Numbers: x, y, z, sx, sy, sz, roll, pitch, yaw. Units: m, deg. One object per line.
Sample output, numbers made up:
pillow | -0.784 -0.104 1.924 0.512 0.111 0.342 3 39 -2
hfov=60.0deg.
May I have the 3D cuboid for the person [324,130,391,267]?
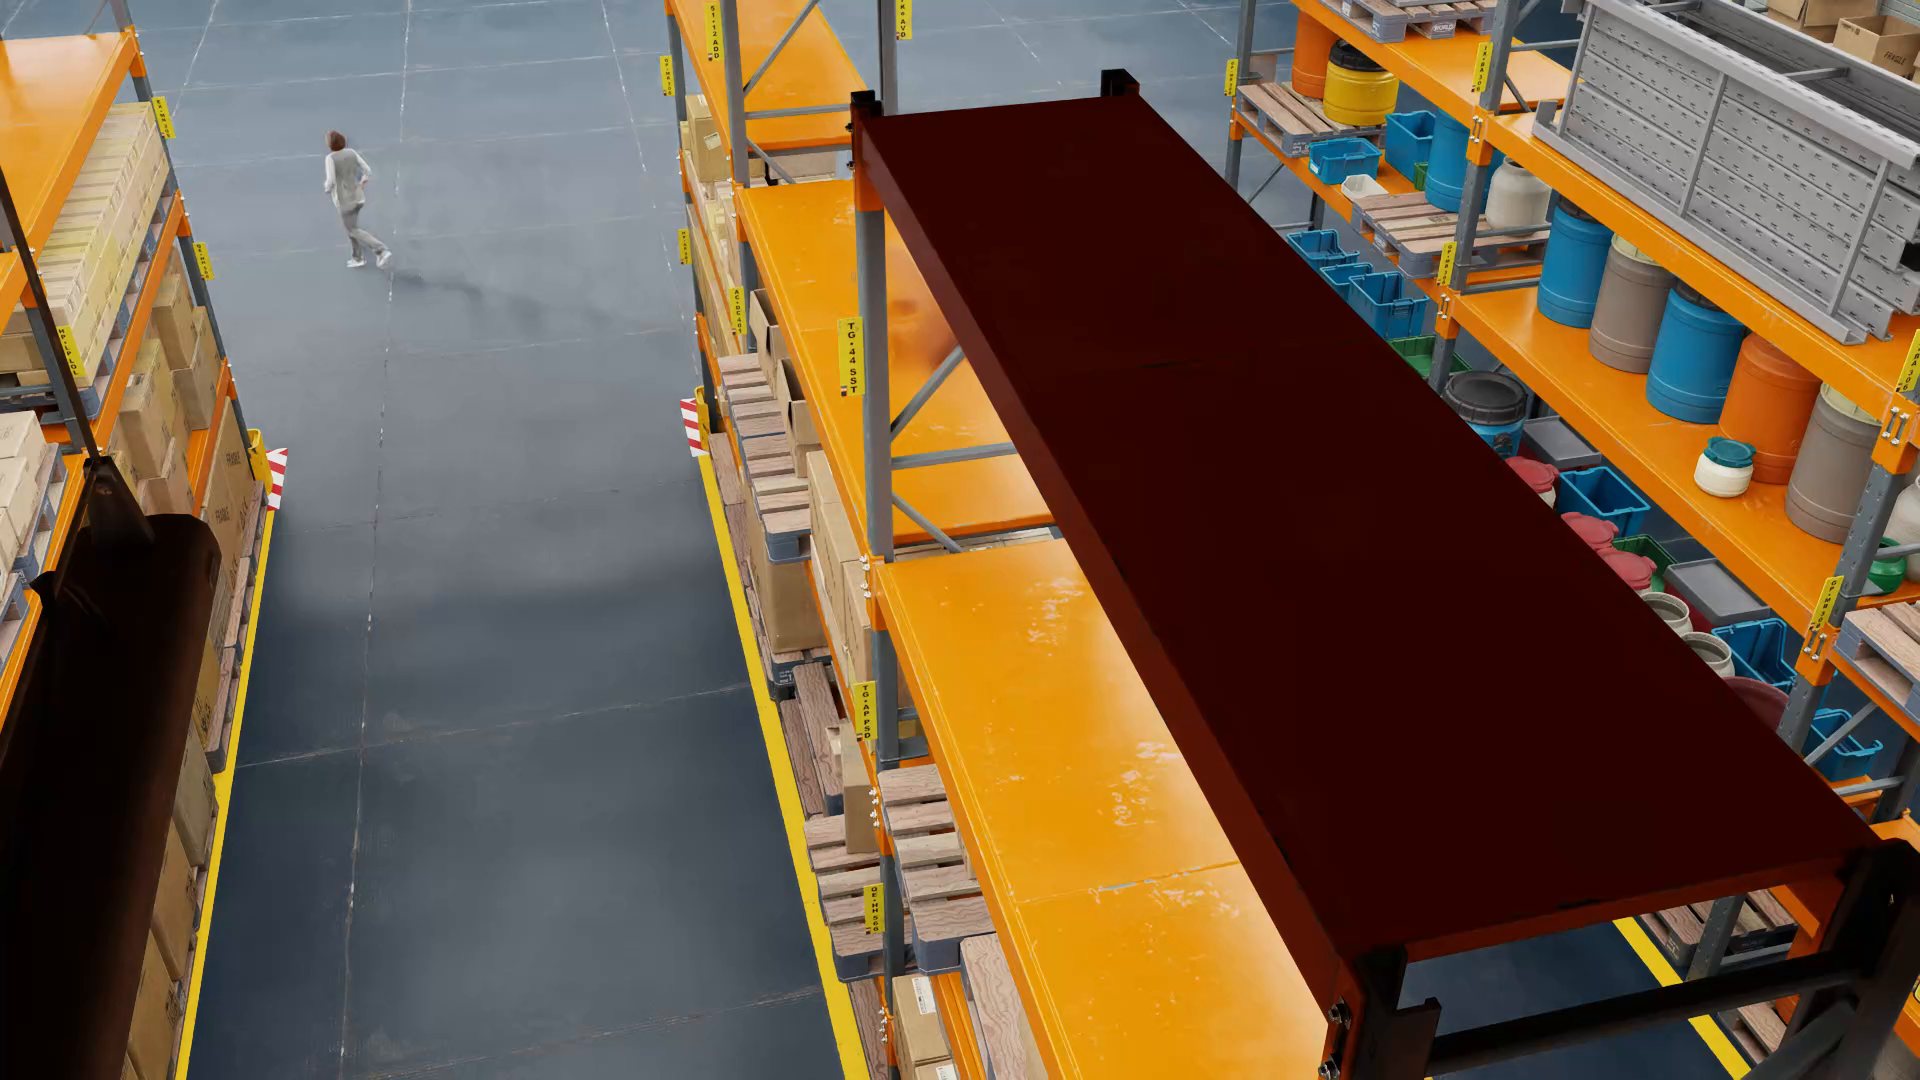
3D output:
person | -6.540 -3.628 17.987 0.752 1.607 0.538 17 38 23
